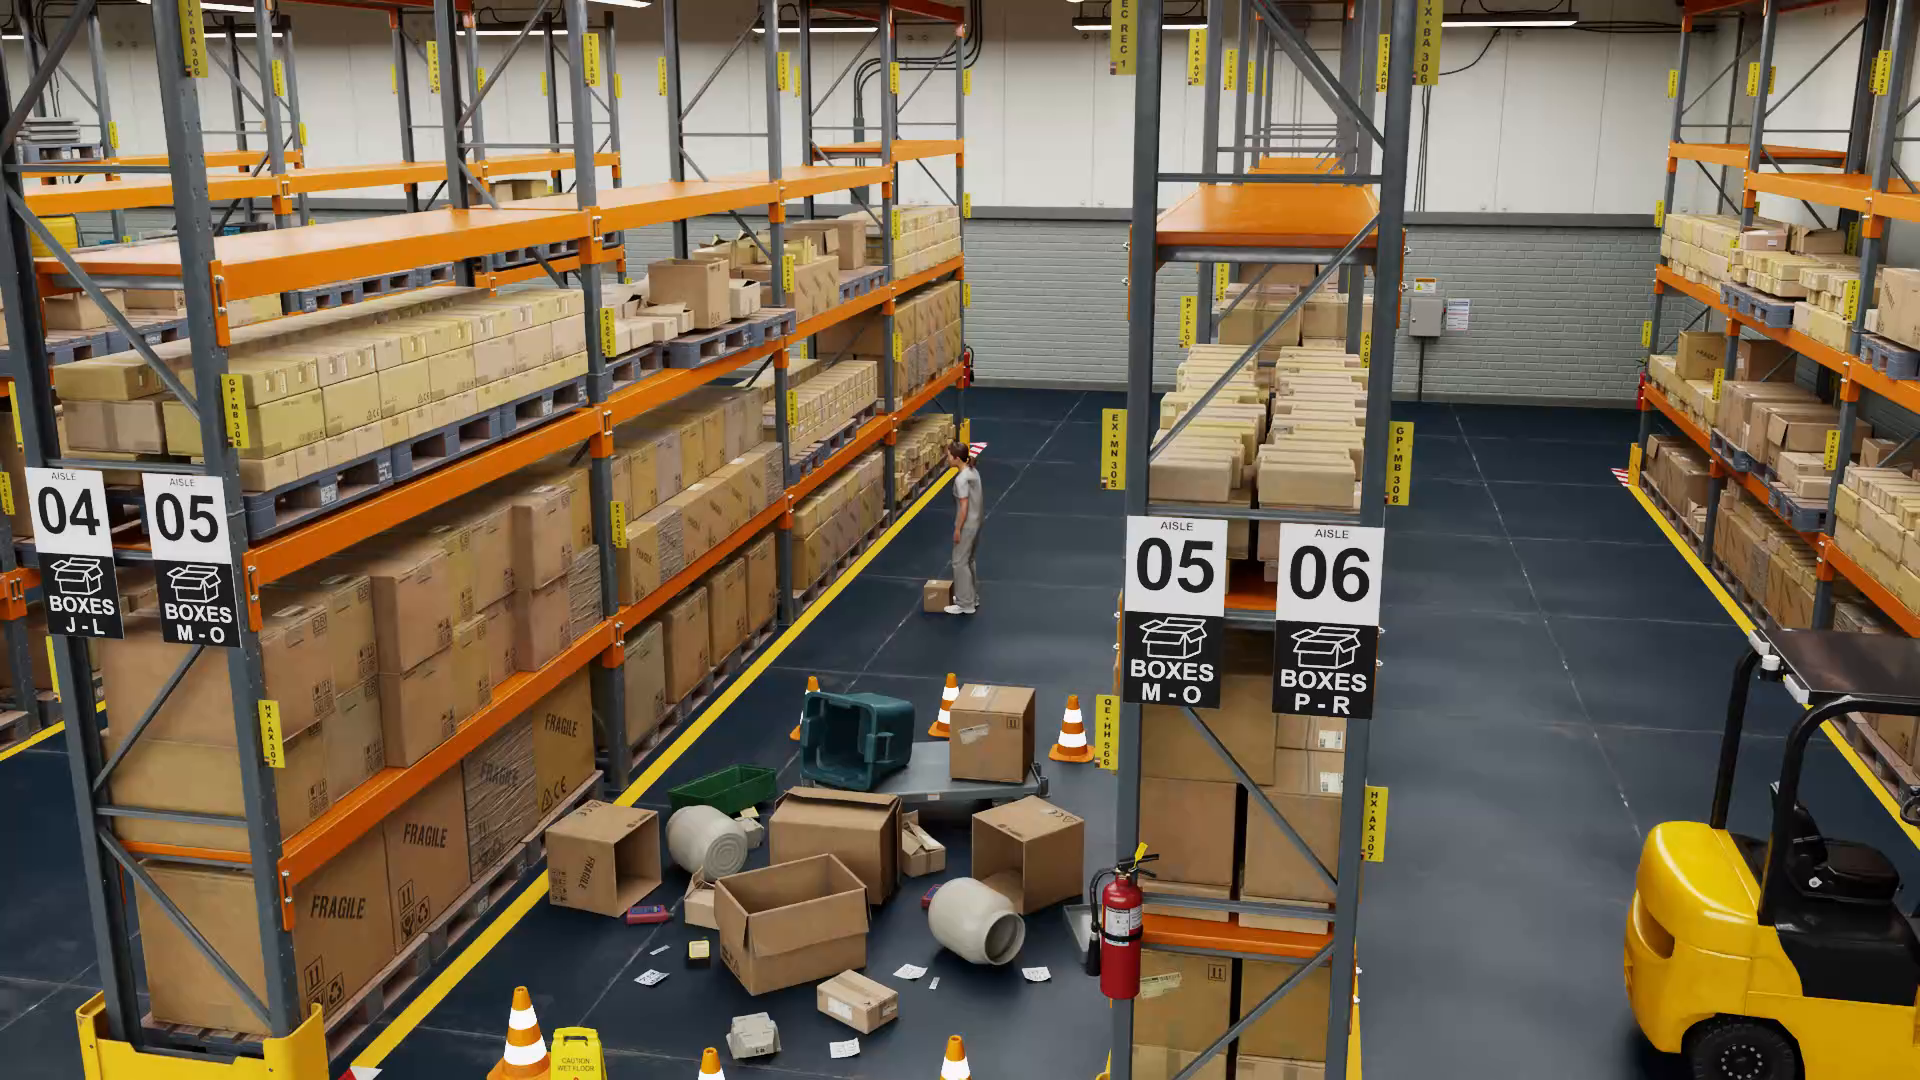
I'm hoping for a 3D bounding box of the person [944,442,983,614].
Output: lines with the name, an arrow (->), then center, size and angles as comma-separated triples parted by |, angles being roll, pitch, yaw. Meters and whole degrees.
person -> 0.039, -0.131, 16.013 | 0.360, 1.672, 0.484 | 3, 15, 11
